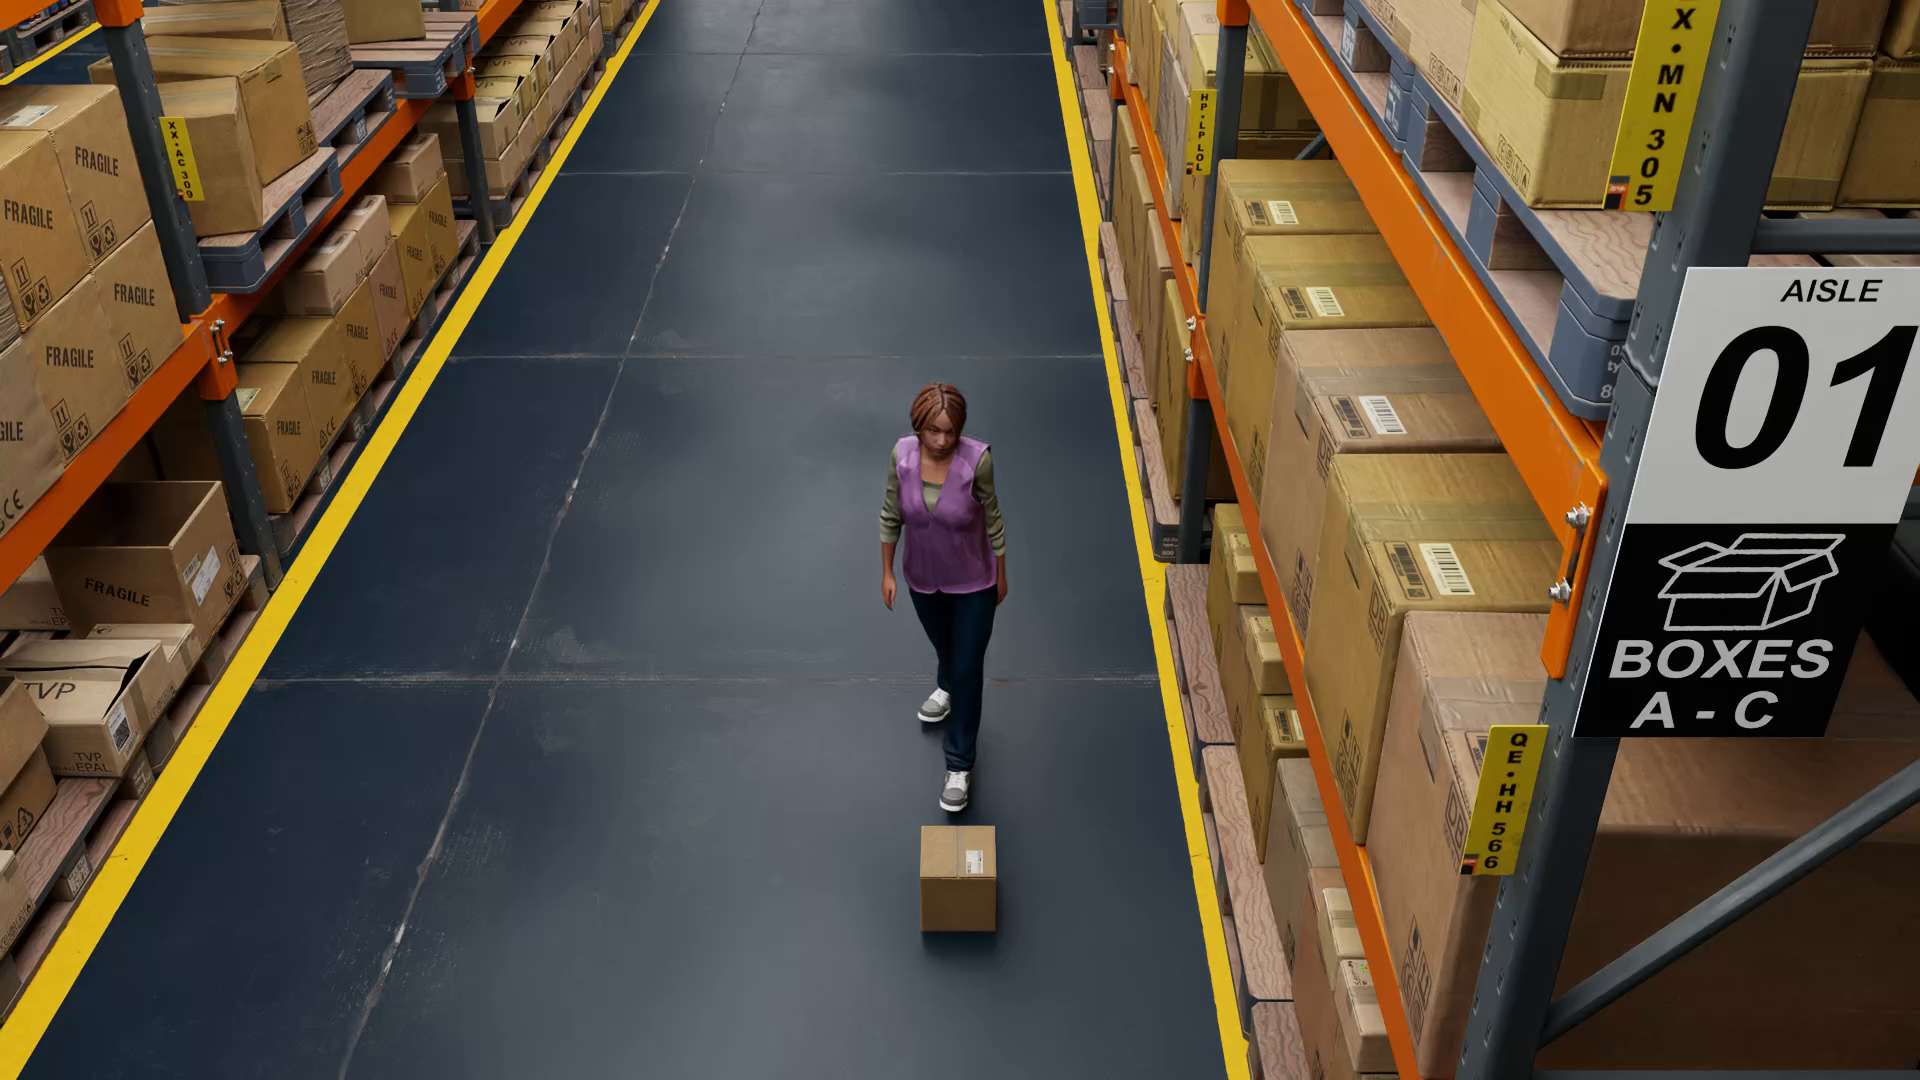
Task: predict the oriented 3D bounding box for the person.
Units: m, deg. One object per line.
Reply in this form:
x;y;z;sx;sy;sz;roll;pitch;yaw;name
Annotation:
-0.096;0.222;5.775;0.435;1.561;0.786;8;33;12;person
